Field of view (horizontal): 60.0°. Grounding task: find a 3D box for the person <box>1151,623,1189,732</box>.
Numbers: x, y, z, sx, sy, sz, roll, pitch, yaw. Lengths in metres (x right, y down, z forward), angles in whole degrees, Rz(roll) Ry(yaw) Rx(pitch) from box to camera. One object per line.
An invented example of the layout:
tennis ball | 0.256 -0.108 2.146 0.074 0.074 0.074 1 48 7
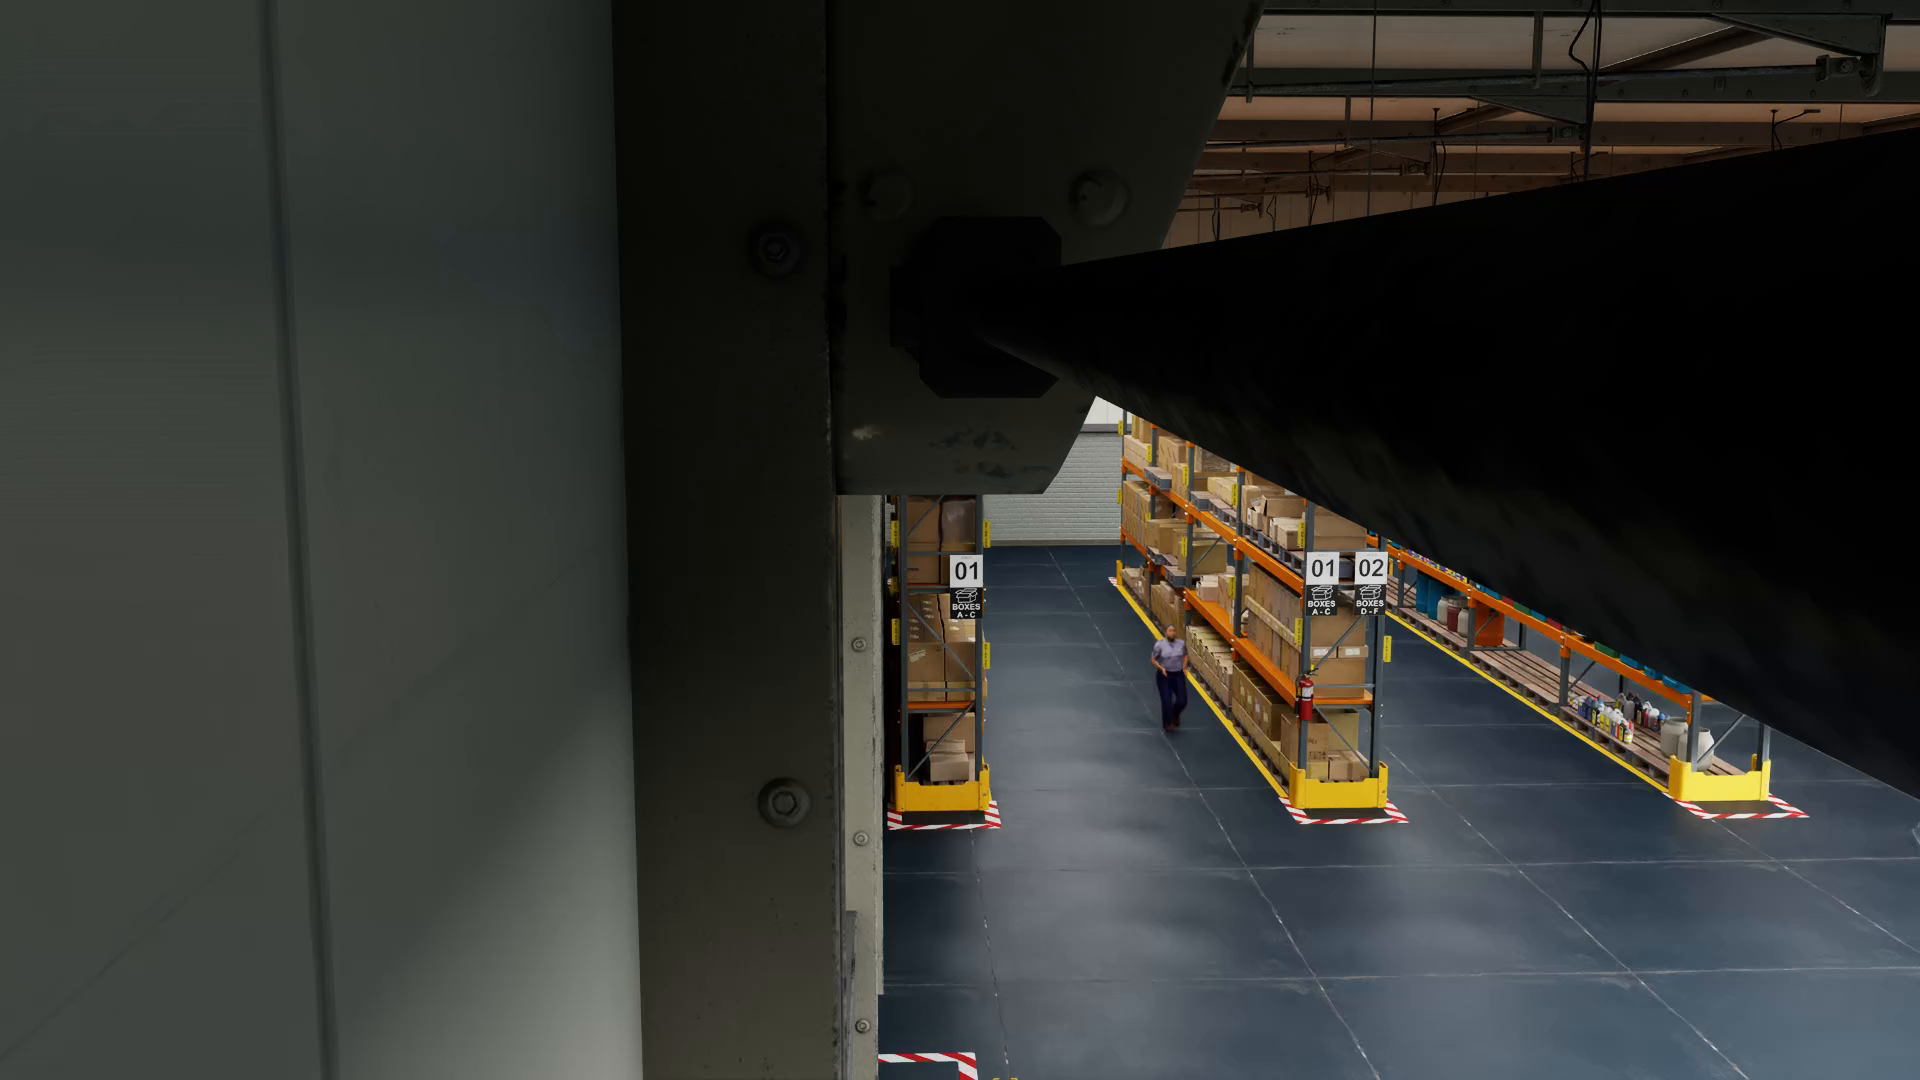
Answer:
person | 3.066 2.001 24.064 0.581 1.602 0.516 -1 8 -7

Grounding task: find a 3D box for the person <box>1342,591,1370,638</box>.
person | 6.931 1.175 29.149 0.688 1.814 0.755 -2 9 -11
